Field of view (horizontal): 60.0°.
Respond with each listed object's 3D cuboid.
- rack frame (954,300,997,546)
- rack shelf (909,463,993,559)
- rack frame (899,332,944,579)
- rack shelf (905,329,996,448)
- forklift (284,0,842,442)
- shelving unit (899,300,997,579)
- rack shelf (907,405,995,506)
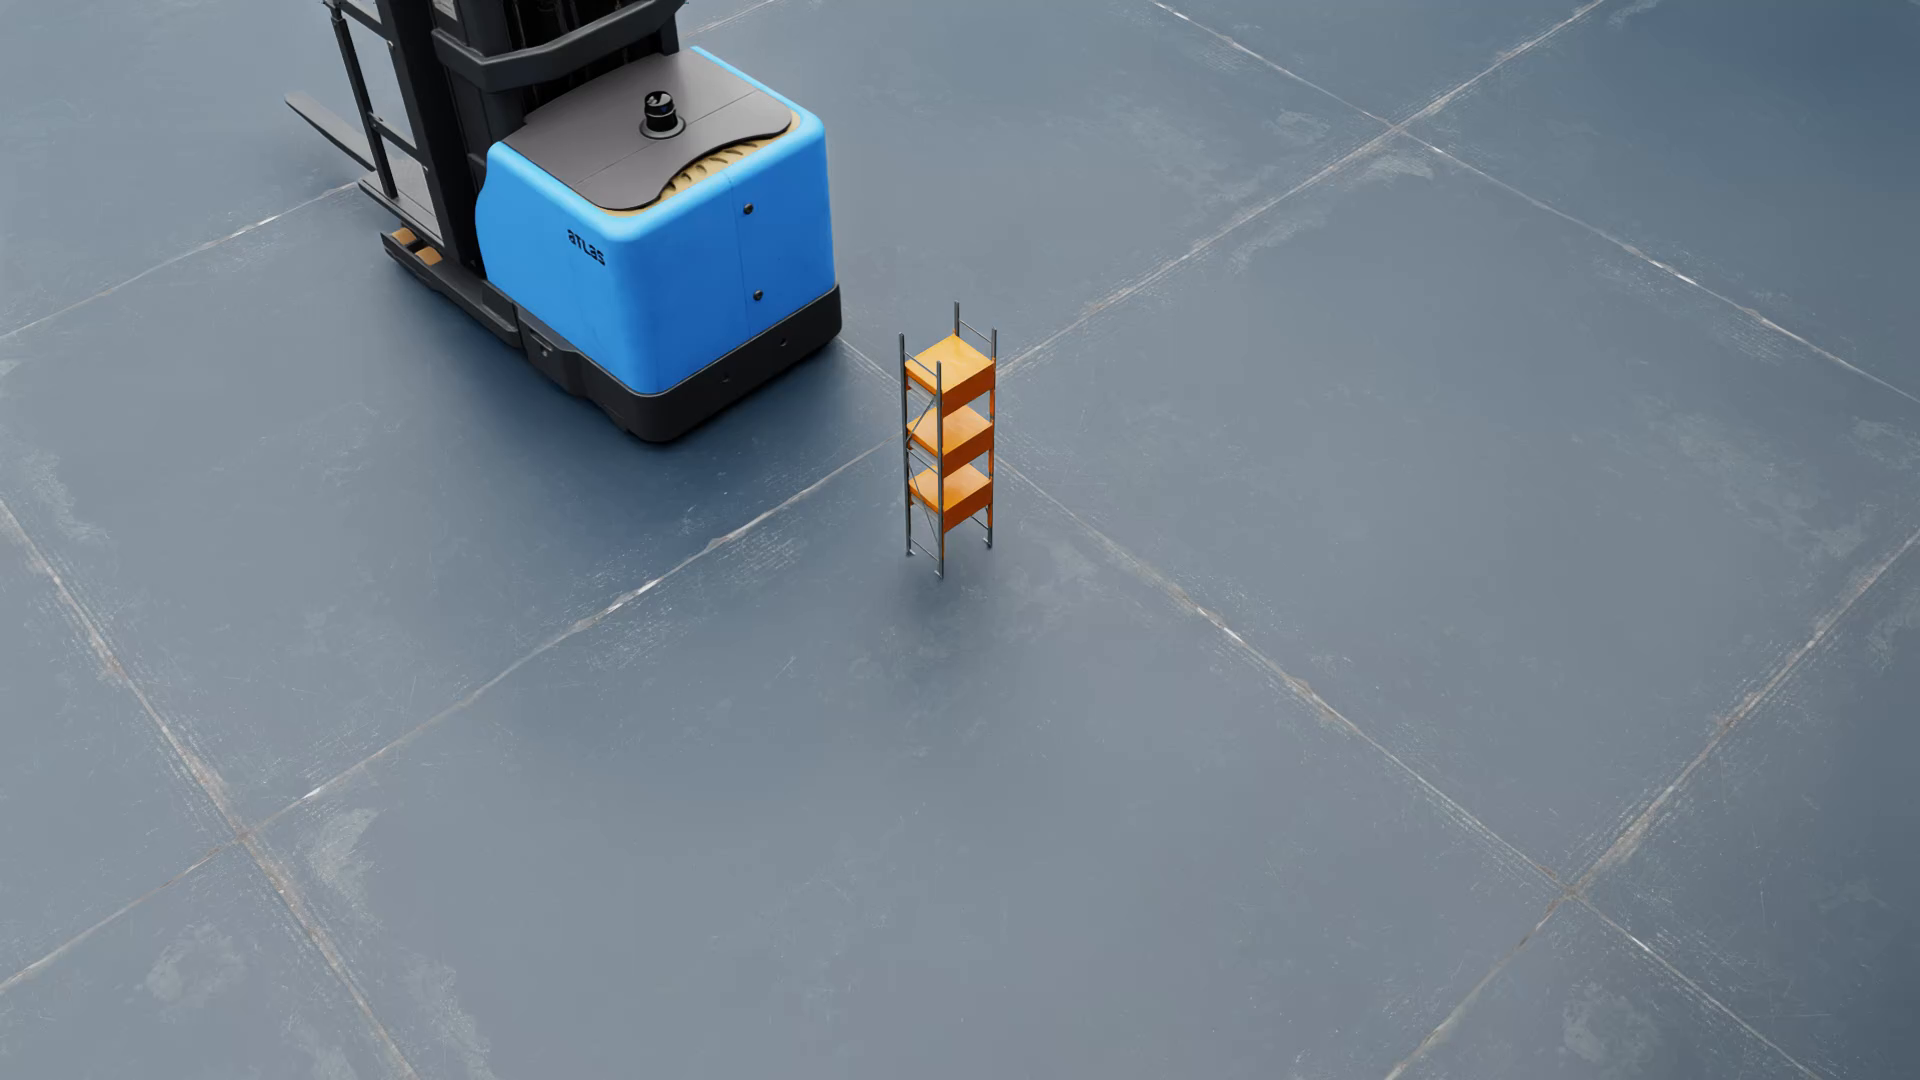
[{"bbox_3d":[0.051,-0.390,5.895,0.008,1.050,0.200,-34,56,-27],"label":"rack frame"},{"bbox_3d":[-0.040,-0.134,6.052,0.240,0.259,0.215,-34,56,-27],"label":"rack shelf"},{"bbox_3d":[-0.130,-0.269,5.784,0.008,1.050,0.200,-34,56,-27],"label":"rack frame"},{"bbox_3d":[-0.040,-0.515,5.639,0.240,0.259,0.215,-34,56,-27],"label":"rack shelf"},{"bbox_3d":[-1.899,-2.350,6.424,3.031,2.935,1.130,36,57,28],"label":"forklift"},{"bbox_3d":[-0.040,-0.330,5.840,0.252,1.050,0.215,-34,56,-27],"label":"shelving unit"},{"bbox_3d":[-0.040,-0.322,5.848,0.240,0.259,0.215,-34,56,-27],"label":"rack shelf"}]
